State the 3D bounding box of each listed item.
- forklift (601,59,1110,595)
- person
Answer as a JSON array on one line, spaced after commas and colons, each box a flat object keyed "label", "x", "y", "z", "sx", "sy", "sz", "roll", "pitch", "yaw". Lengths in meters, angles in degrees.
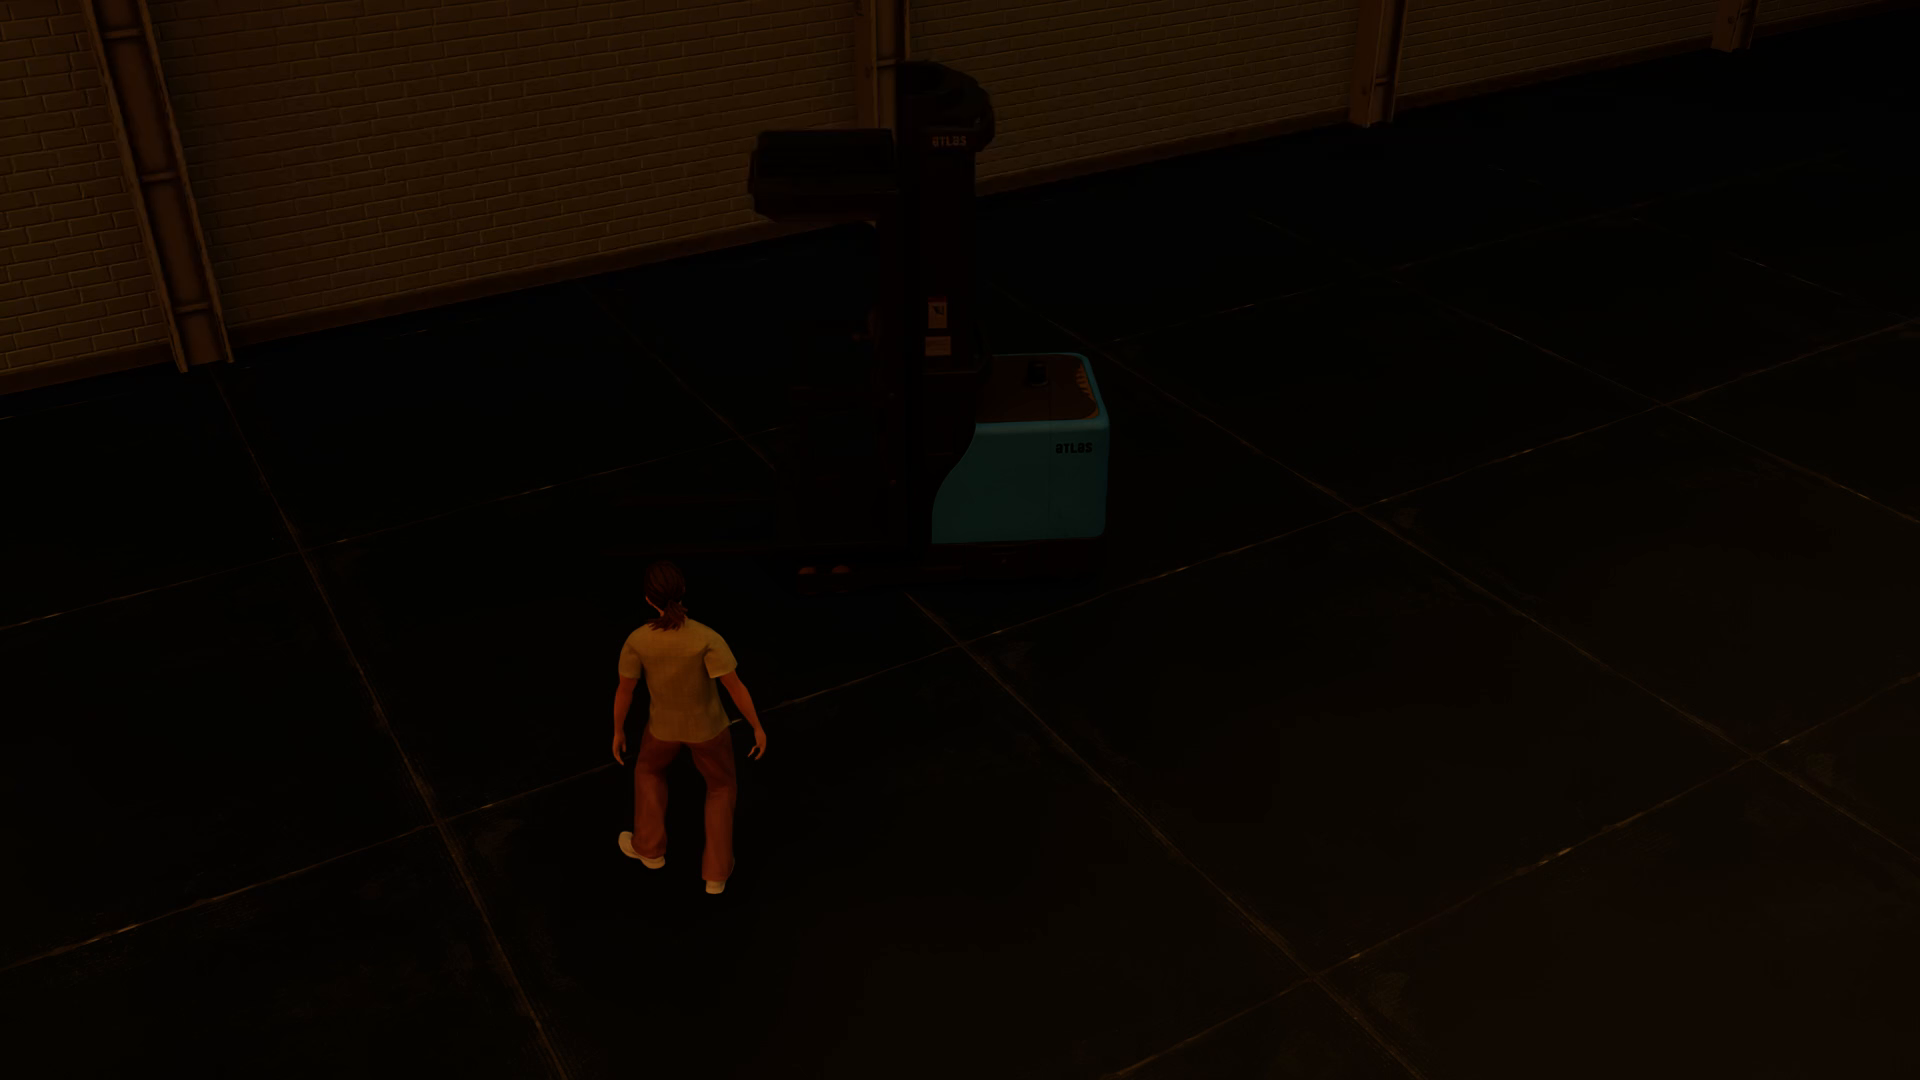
[{"label": "forklift", "x": -0.660, "y": -1.210, "z": 9.668, "sx": 3.031, "sy": 2.935, "sz": 1.130, "roll": -2, "pitch": 31, "yaw": -4}, {"label": "person", "x": -1.260, "y": 0.861, "z": 7.497, "sx": 0.808, "sy": 1.643, "sz": 0.403, "roll": 4, "pitch": 31, "yaw": 6}]
